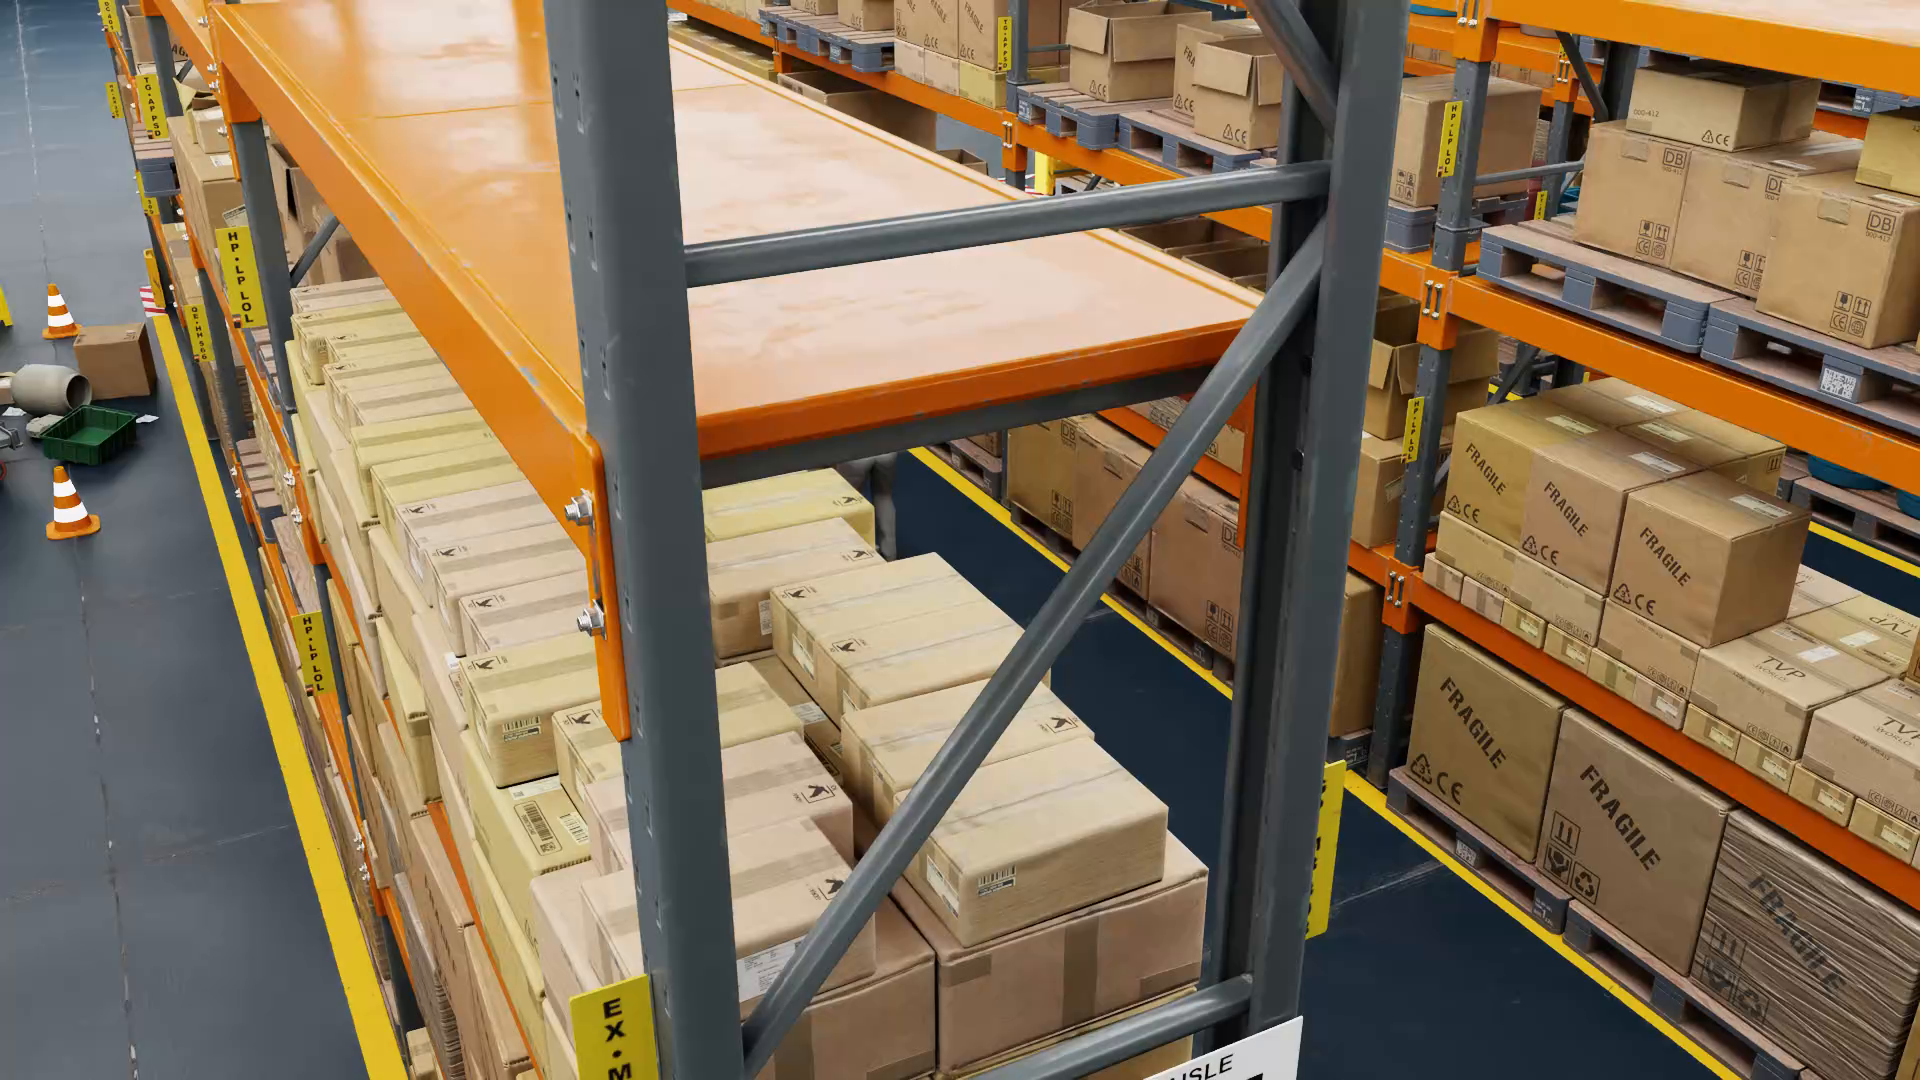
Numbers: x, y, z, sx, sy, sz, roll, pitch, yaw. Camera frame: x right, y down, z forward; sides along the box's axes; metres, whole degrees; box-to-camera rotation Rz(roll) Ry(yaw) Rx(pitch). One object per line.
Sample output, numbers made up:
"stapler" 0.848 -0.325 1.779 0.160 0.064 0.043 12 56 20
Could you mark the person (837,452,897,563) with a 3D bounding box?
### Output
"person" -0.680 -0.583 10.967 0.411 1.559 0.648 -14 29 -26
